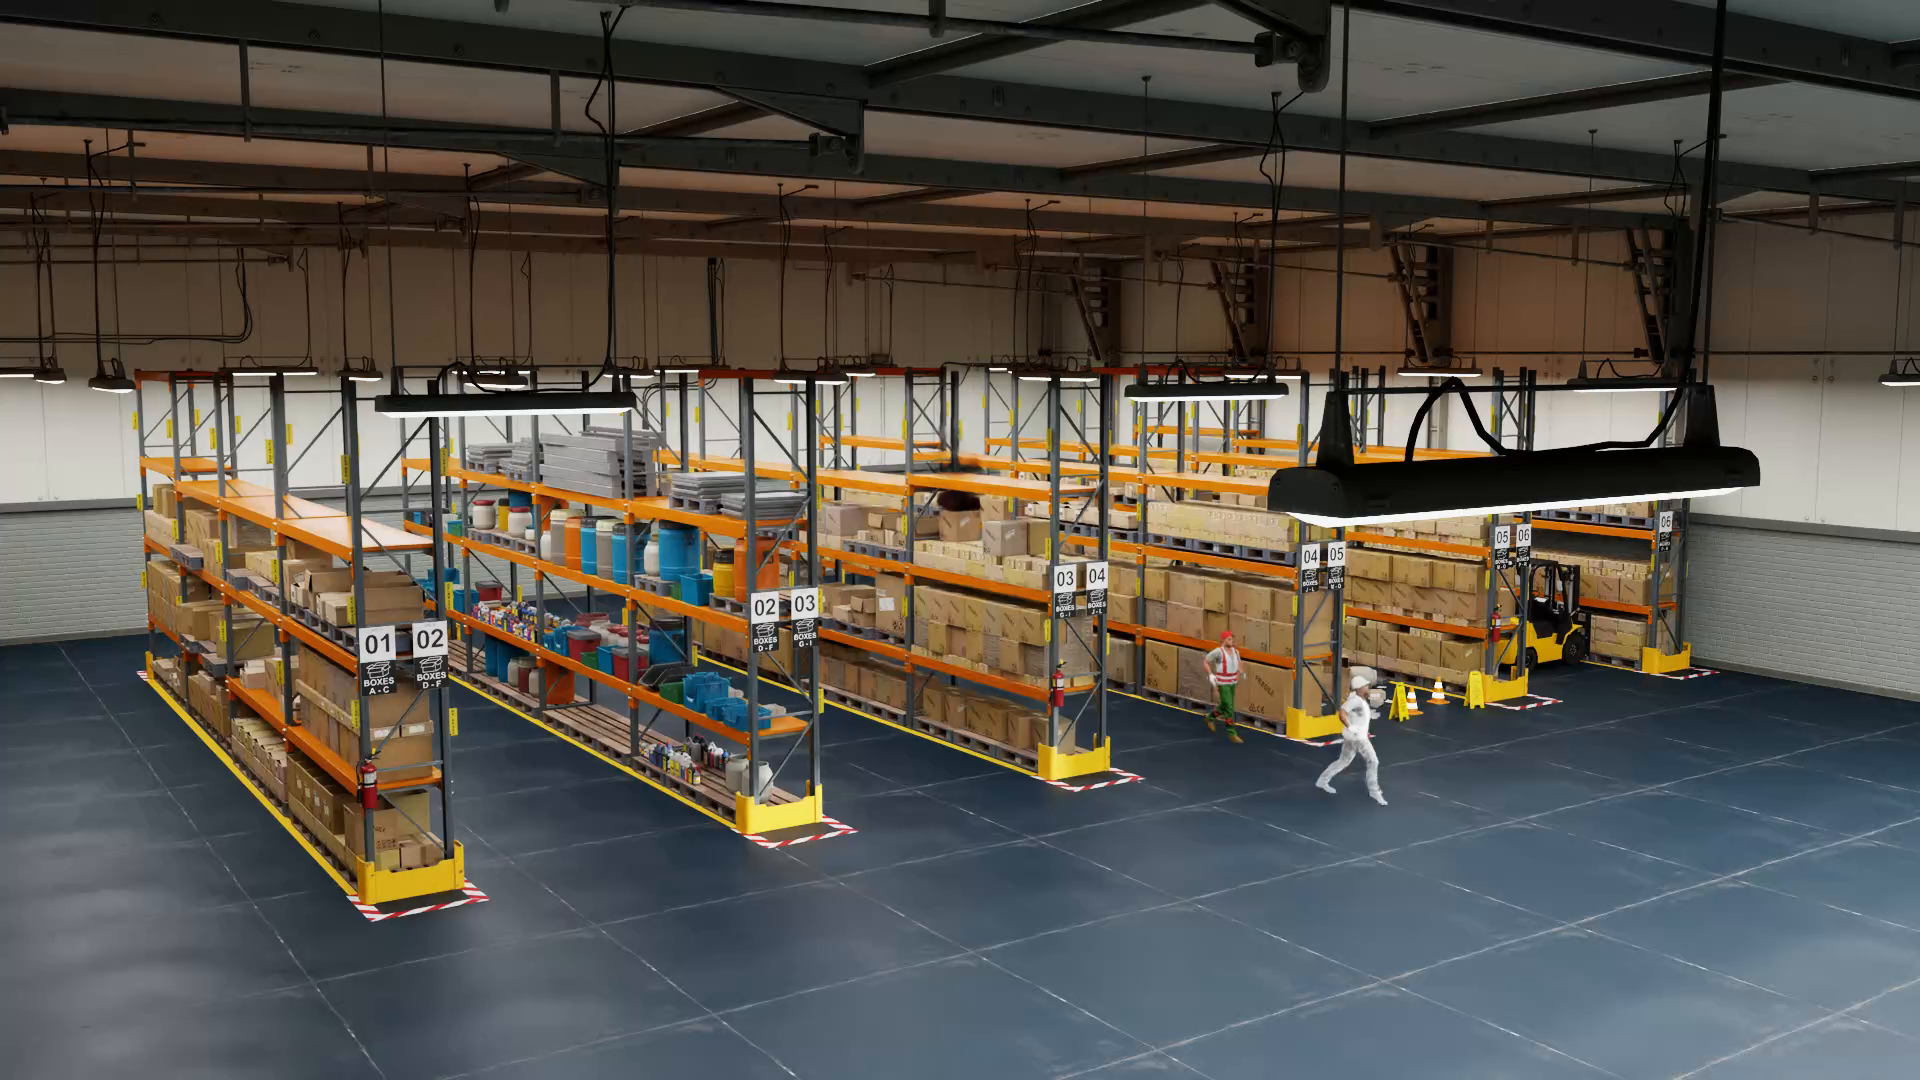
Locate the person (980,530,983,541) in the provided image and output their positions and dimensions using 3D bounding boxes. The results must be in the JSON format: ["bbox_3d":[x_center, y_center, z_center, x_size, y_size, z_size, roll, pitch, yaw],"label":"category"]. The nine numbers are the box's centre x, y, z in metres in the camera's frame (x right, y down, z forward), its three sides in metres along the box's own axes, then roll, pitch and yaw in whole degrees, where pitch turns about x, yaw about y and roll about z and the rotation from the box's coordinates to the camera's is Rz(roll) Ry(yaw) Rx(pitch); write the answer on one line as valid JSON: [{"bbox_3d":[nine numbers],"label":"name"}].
[{"bbox_3d":[0.736,0.448,44.971,0.951,1.619,0.677,-1,6,-6],"label":"person"}]

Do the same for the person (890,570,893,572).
[{"bbox_3d":[-1.383,1.474,35.357,0.648,1.776,0.789,-3,7,-26],"label":"person"}]

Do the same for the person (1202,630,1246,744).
[{"bbox_3d":[4.336,2.366,27.246,0.661,1.806,0.929,-5,8,-37],"label":"person"}]

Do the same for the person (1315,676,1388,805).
[{"bbox_3d":[5.529,2.817,23.458,0.999,1.835,0.646,0,6,1],"label":"person"}]
